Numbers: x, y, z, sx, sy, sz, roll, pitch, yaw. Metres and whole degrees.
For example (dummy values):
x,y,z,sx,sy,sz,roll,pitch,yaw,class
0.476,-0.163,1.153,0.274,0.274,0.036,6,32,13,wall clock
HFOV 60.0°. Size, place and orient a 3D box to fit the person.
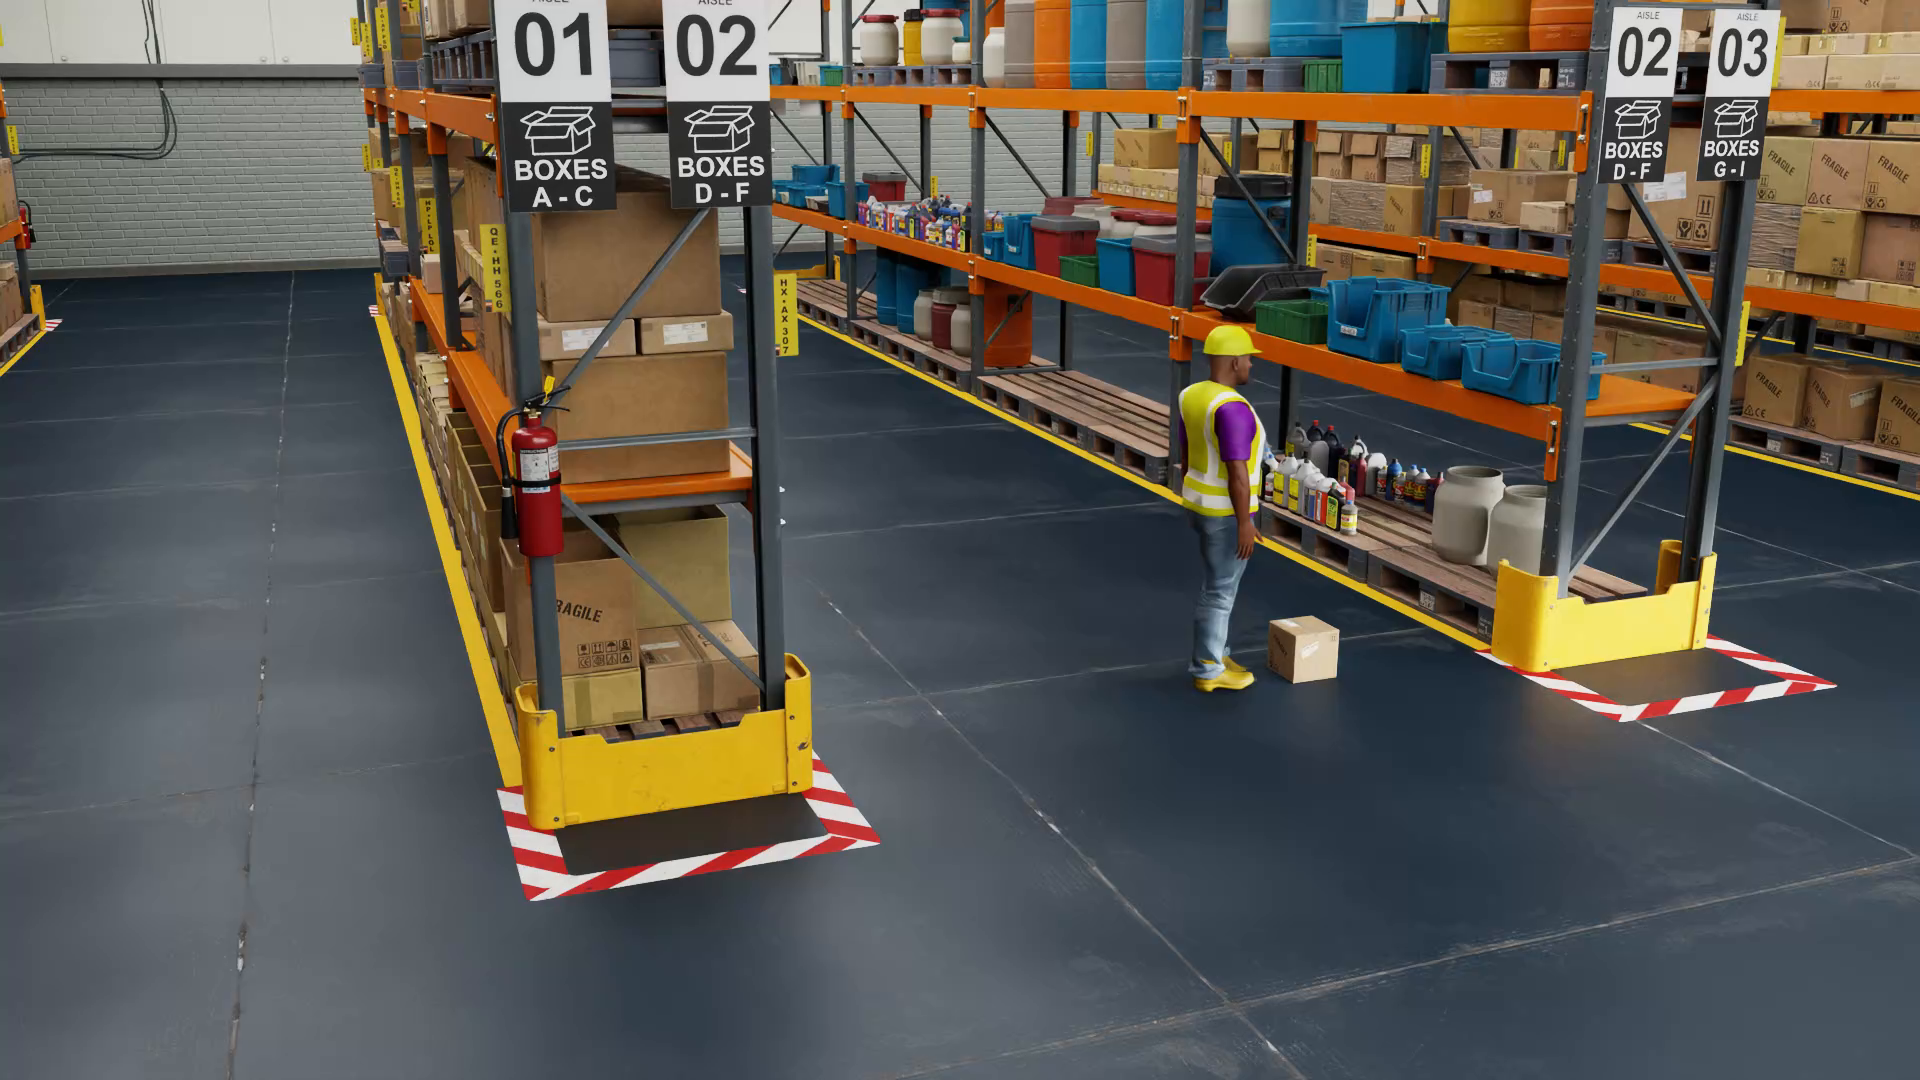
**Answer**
x,y,z,sx,sy,sz,roll,pitch,yaw,class
1.309,-0.122,7.982,0.462,1.820,0.604,-4,16,-15,person
